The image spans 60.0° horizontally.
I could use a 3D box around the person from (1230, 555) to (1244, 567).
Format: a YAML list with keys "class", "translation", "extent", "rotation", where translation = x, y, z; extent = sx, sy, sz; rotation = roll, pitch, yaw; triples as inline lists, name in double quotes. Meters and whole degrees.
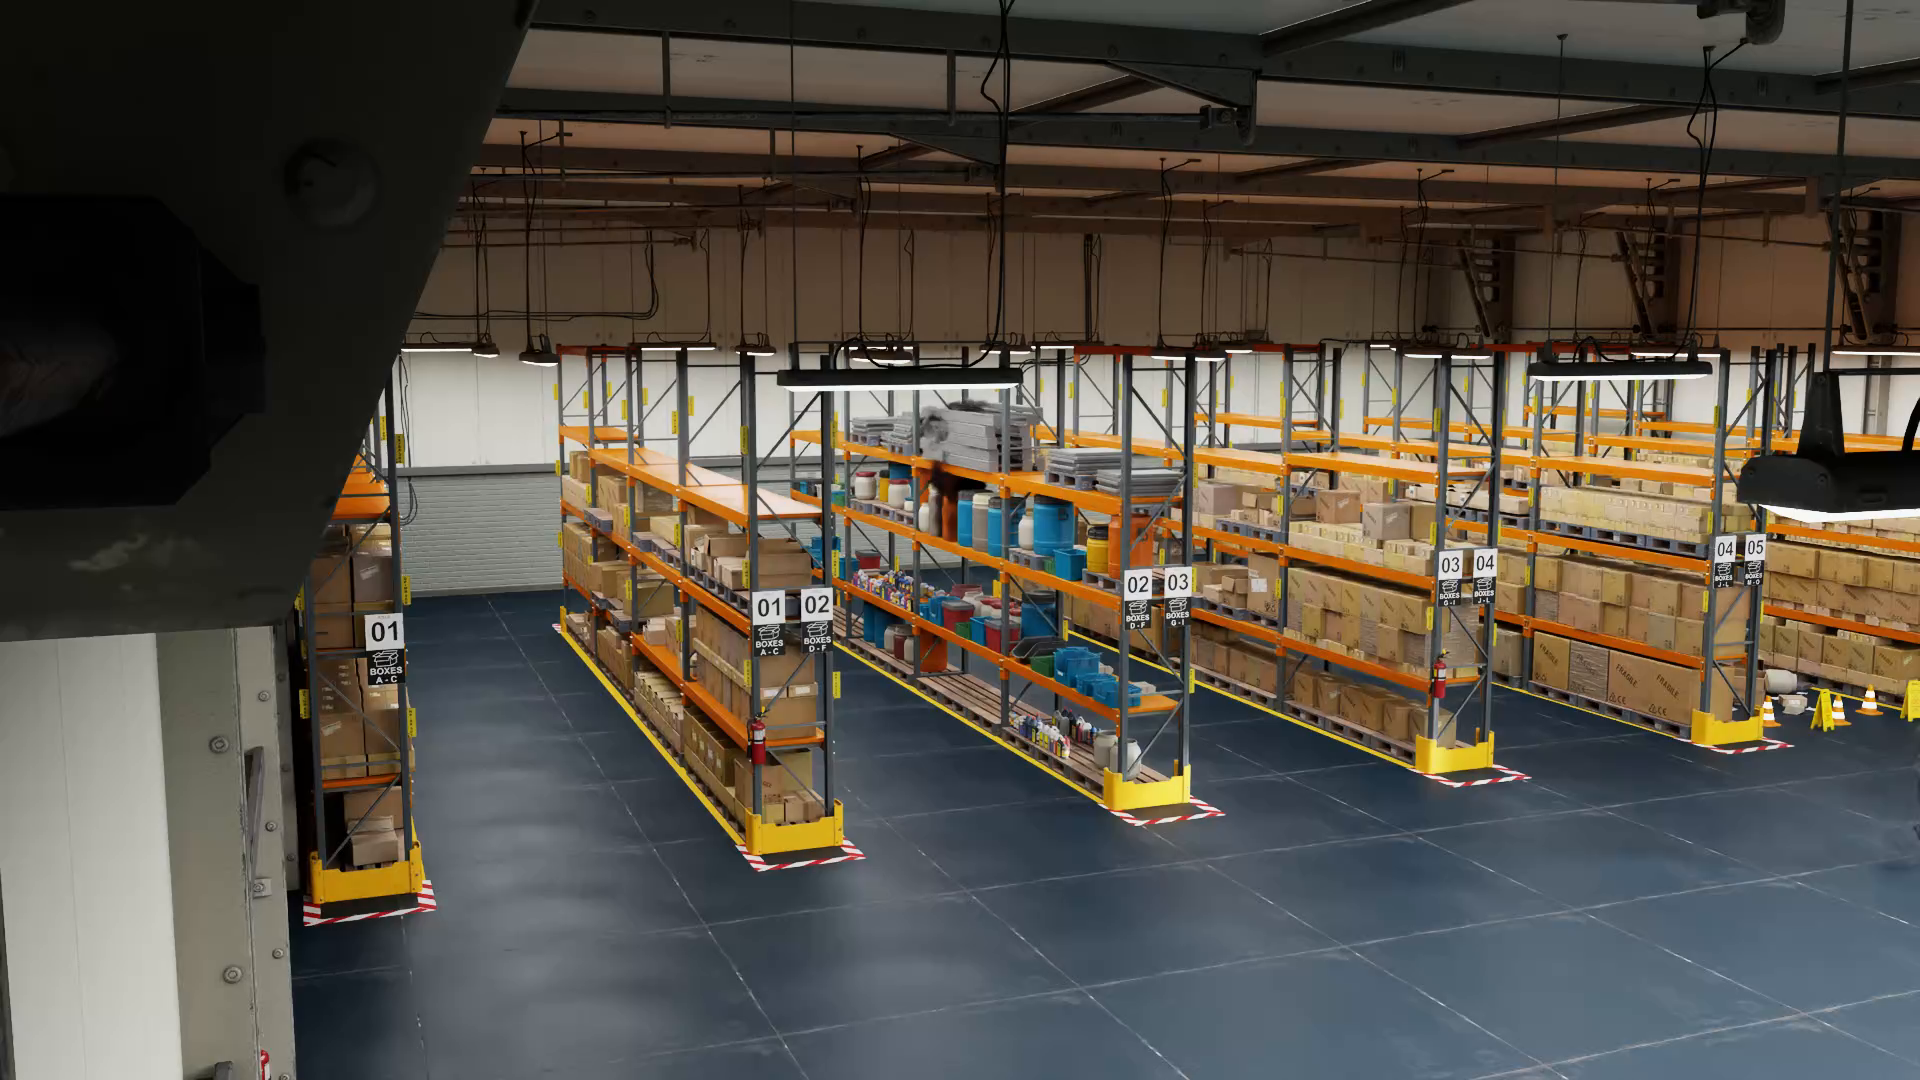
- class: "person"
  translation: [6.955, 0.451, 41.353]
  extent: [0.484, 1.317, 0.597]
  rotation: [6, 9, 39]

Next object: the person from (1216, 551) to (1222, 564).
- class: "person"
  translation: [6.538, 0.269, 41.634]
  extent: [0.682, 1.418, 0.575]
  rotation: [2, 8, 18]

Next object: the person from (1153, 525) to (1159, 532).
- class: "person"
  translation: [4.532, 0.442, 39.439]
  extent: [0.708, 1.649, 0.515]
  rotation: [1, 7, 5]
